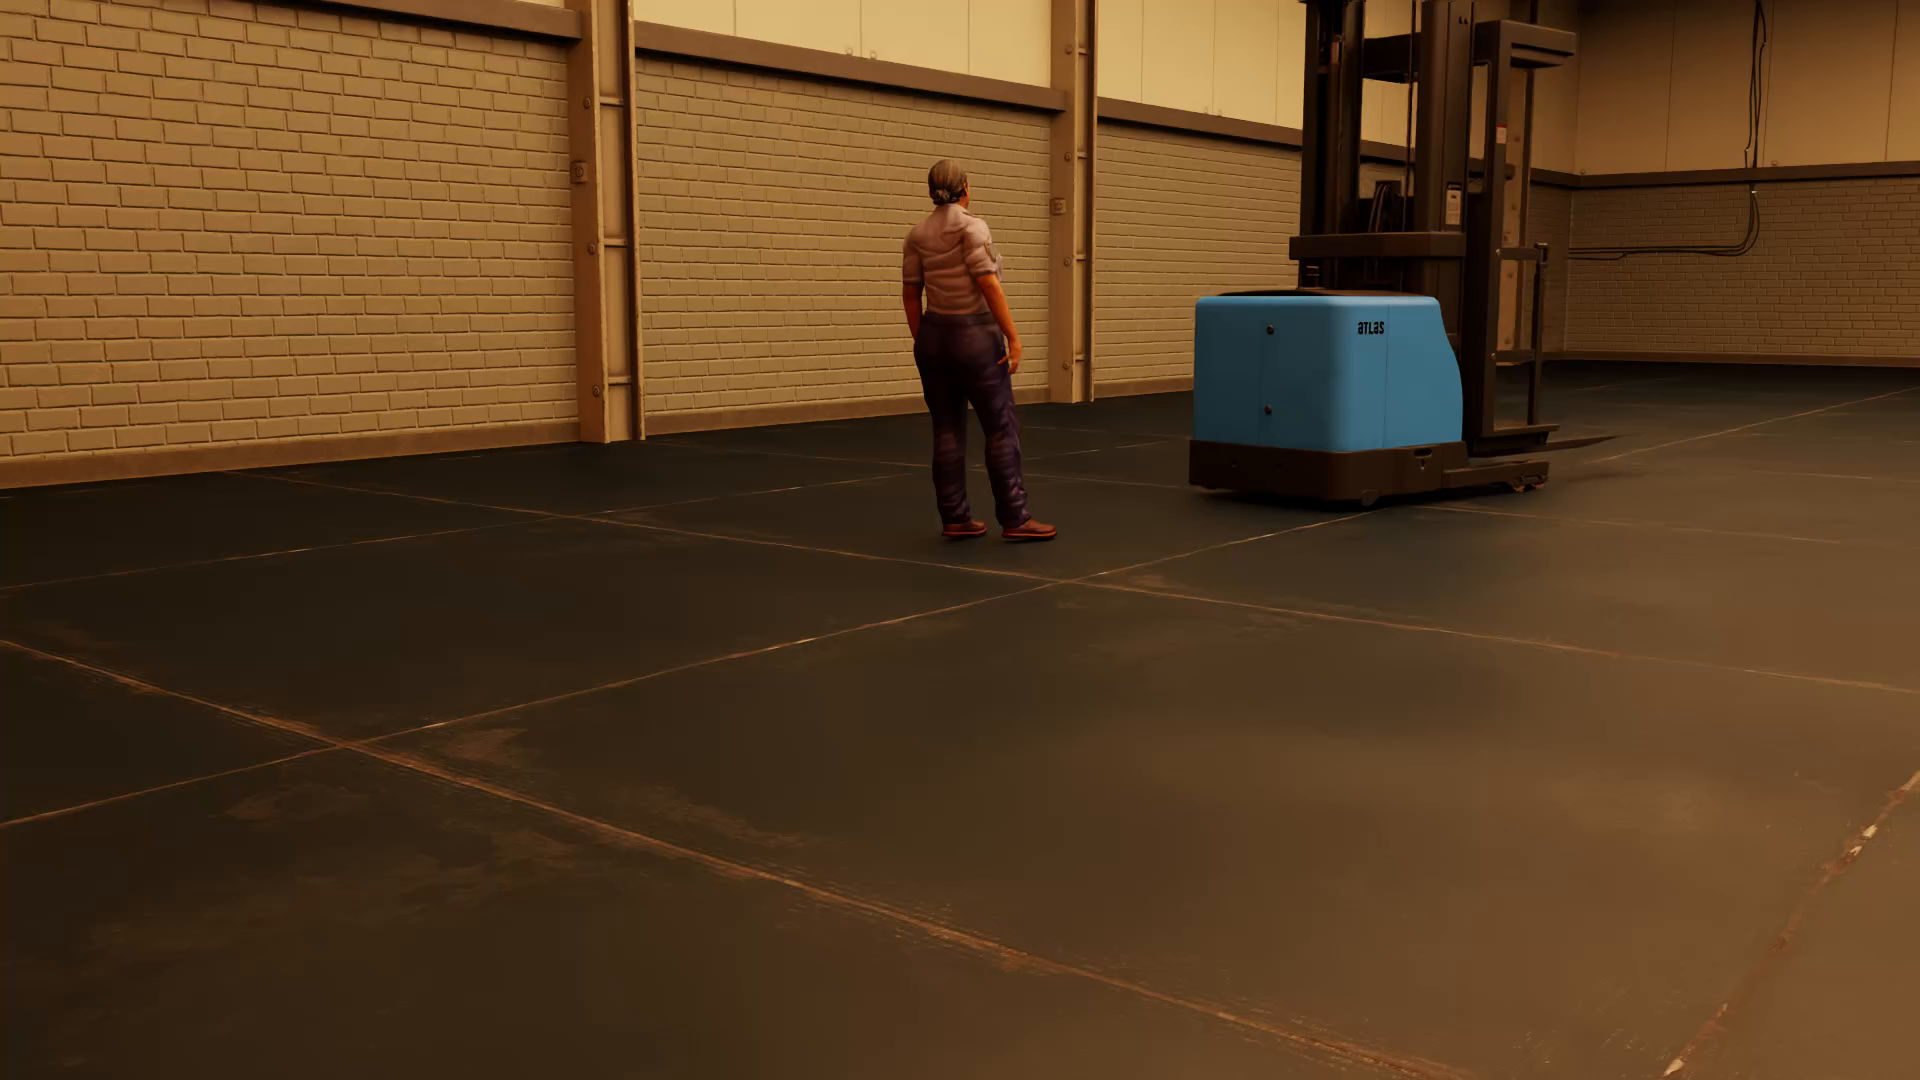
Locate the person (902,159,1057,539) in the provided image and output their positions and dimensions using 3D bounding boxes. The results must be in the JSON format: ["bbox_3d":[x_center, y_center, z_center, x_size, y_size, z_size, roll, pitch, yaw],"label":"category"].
[{"bbox_3d":[0.074,-0.830,7.339,0.599,1.650,0.503,7,11,38],"label":"person"}]

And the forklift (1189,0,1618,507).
[{"bbox_3d":[2.687,-1.767,9.360,3.031,2.935,1.130,-7,11,-40],"label":"forklift"}]
